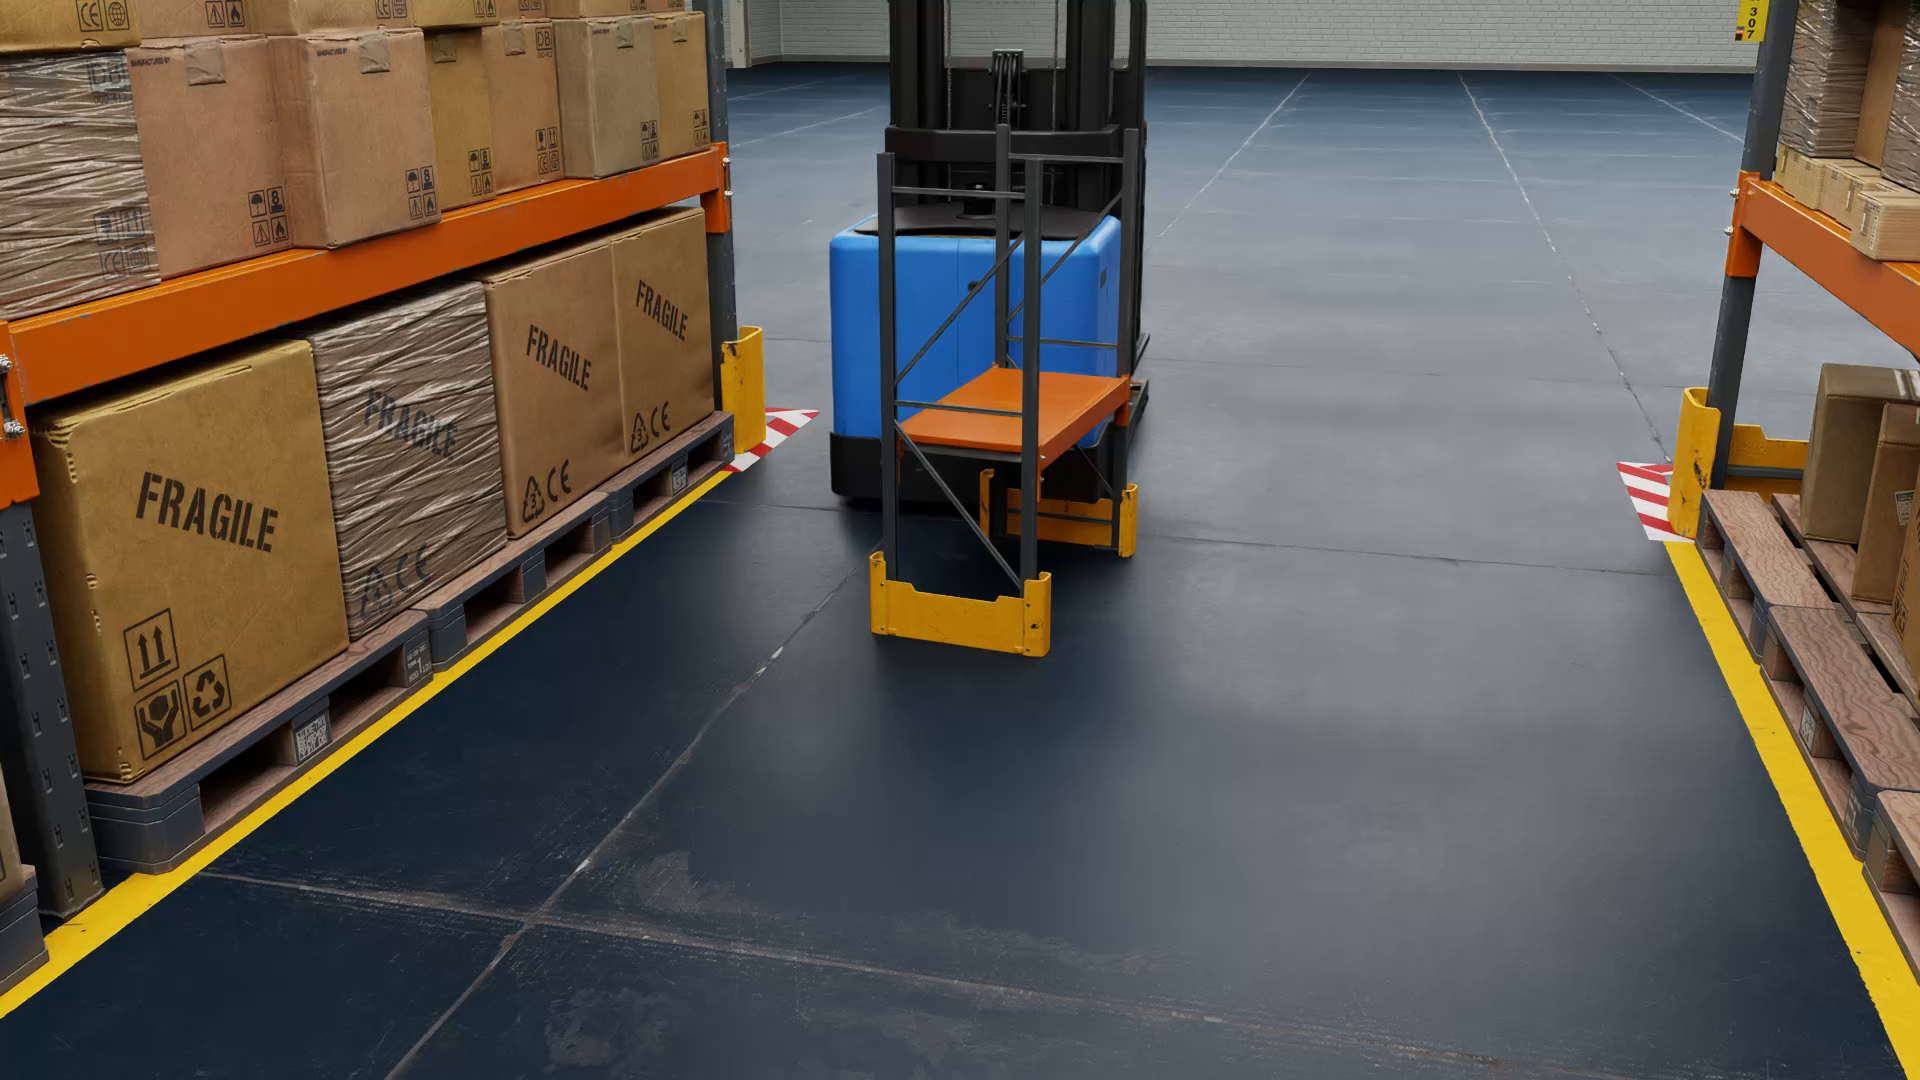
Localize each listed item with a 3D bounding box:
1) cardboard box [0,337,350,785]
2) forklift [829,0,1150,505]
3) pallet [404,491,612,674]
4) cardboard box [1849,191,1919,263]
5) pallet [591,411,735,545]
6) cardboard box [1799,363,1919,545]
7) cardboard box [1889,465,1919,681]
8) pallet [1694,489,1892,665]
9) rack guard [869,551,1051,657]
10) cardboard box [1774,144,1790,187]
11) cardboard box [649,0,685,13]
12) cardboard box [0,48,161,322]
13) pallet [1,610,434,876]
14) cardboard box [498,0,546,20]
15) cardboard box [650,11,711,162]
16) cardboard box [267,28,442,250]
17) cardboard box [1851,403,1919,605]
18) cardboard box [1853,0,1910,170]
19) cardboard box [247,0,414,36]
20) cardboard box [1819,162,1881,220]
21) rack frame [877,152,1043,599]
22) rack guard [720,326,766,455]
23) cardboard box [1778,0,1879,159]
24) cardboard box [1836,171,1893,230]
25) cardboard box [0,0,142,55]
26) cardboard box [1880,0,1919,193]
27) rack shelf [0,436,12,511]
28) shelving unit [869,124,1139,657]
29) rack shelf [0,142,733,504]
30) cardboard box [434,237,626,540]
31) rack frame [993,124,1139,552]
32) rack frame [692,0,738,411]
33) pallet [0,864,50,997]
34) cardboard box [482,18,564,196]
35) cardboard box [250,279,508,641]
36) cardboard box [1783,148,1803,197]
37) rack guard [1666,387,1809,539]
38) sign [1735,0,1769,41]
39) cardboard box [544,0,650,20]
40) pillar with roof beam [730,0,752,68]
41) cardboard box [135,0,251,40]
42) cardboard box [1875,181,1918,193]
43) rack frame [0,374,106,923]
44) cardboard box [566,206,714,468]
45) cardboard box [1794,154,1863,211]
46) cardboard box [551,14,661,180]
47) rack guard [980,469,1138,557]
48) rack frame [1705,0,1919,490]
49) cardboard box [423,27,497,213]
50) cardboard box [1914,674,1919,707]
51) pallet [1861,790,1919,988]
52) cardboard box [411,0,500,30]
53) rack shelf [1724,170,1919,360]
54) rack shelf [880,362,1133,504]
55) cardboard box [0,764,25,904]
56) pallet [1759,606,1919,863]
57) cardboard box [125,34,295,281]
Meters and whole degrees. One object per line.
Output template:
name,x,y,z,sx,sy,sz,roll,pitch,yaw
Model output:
cardboard box,-2.235,-0.012,4.220,0.875,0.875,0.875,5,19,14
forklift,0.292,-1.938,7.326,1.130,2.935,3.031,4,19,11
pallet,-1.898,0.077,5.637,1.003,0.211,1.213,5,19,13
cardboard box,2.545,-0.806,4.294,0.380,0.149,0.250,5,19,13
pallet,-1.598,-0.305,6.753,1.003,0.211,1.213,5,19,13
cardboard box,3.137,-0.279,5.581,0.500,0.500,0.500,9,21,23
cardboard box,2.853,0.106,4.455,0.500,0.500,0.500,7,20,18
pallet,3.055,0.138,5.458,1.003,0.211,1.213,5,19,13
rack guard,-0.003,0.199,5.219,0.587,0.250,0.087,7,20,20
cardboard box,3.005,-1.268,5.648,0.380,0.149,0.250,5,19,13
cardboard box,-1.607,-2.350,6.523,0.875,0.550,0.550,5,19,13
cardboard box,-2.378,-0.815,3.700,0.875,0.550,0.550,5,19,13
pallet,-2.194,0.460,4.514,1.003,0.211,1.213,5,19,13
cardboard box,-1.921,-2.005,5.515,0.875,0.550,0.550,5,19,13
cardboard box,-1.526,-1.832,6.679,0.875,0.550,0.550,5,19,13
cardboard box,-2.019,-1.149,4.679,0.875,0.550,0.550,5,19,13
cardboard box,3.024,-0.089,5.025,0.500,0.500,0.500,10,21,28
cardboard box,3.139,-1.309,4.765,0.875,0.500,0.500,5,19,13
cardboard box,-2.046,-1.662,4.510,0.875,0.550,0.550,5,19,13
cardboard box,2.809,-1.034,4.963,0.380,0.149,0.250,5,19,13
rack frame,-0.004,-0.392,5.016,0.500,1.500,0.032,7,20,20
rack guard,-1.473,-0.706,7.480,1.175,0.500,0.348,5,19,13
cardboard box,3.145,-1.475,5.252,0.875,0.500,0.500,5,19,13
cardboard box,2.741,-0.956,4.736,0.380,0.149,0.250,5,19,13
cardboard box,-2.333,-1.322,3.515,0.875,0.550,0.550,5,19,13
cardboard box,2.975,-1.156,4.316,0.875,0.500,0.500,5,19,13
rack shelf,-2.945,0.340,1.664,1.077,0.370,4.000,5,19,13
shelving unit,0.176,-0.543,5.457,0.587,1.500,1.083,7,20,20
rack shelf,-1.968,-0.914,5.335,1.077,0.370,4.000,5,19,13
cardboard box,-1.793,-0.581,5.884,0.875,0.875,0.875,4,19,13
rack frame,0.363,-0.699,5.913,0.500,1.500,0.032,7,20,20
rack frame,-1.479,-1.881,7.054,1.000,3.000,0.127,5,19,13
pallet,-2.572,0.940,3.108,1.003,0.211,1.213,5,19,13
cardboard box,-1.897,-1.492,5.684,0.875,0.550,0.550,5,19,13
cardboard box,-2.018,-0.295,5.048,0.875,0.875,0.875,5,19,14
cardboard box,2.926,-1.191,5.423,0.380,0.149,0.250,5,19,13
rack guard,3.288,-0.251,6.149,1.175,0.500,0.348,5,19,13
sign,2.780,-1.910,5.800,0.100,0.325,0.005,5,19,13
cardboard box,-1.652,-2.170,5.997,0.875,0.550,0.550,5,19,13
pillar with roof beam,-0.657,-14.386,34.383,9.100,9.000,0.400,5,19,13
cardboard box,-2.311,-1.504,4.047,0.875,0.550,0.550,5,19,13
cardboard box,2.706,-0.876,4.500,0.380,0.149,0.250,5,19,13
rack frame,-2.456,-0.627,3.383,1.000,3.000,0.127,5,19,13
cardboard box,-1.580,-0.856,6.692,0.875,0.875,0.875,5,19,14
cardboard box,2.850,-1.114,5.198,0.380,0.149,0.250,5,19,13
cardboard box,-1.639,-1.658,6.169,0.875,0.550,0.550,5,19,13
rack guard,0.356,-0.102,6.098,0.587,0.250,0.087,7,20,20
rack frame,3.306,-1.458,5.814,1.000,3.000,0.127,5,19,13
cardboard box,-1.987,-1.323,5.188,0.875,0.550,0.500,5,19,13
cardboard box,2.673,0.277,3.953,0.500,0.500,0.500,3,19,9
pallet,2.459,0.902,3.219,1.003,0.211,1.213,5,19,13
cardboard box,-1.924,-1.829,4.999,0.875,0.550,0.500,5,19,13
rack shelf,2.817,-0.490,4.095,1.077,0.370,4.000,5,19,13
rack shelf,0.180,-0.375,5.523,0.538,0.185,1.000,7,20,20
cardboard box,-2.521,0.440,3.089,1.050,0.750,0.750,5,19,13
pallet,2.755,0.519,4.342,1.003,0.211,1.213,5,19,13
cardboard box,-2.265,-0.989,4.210,0.875,0.550,0.550,5,19,13
